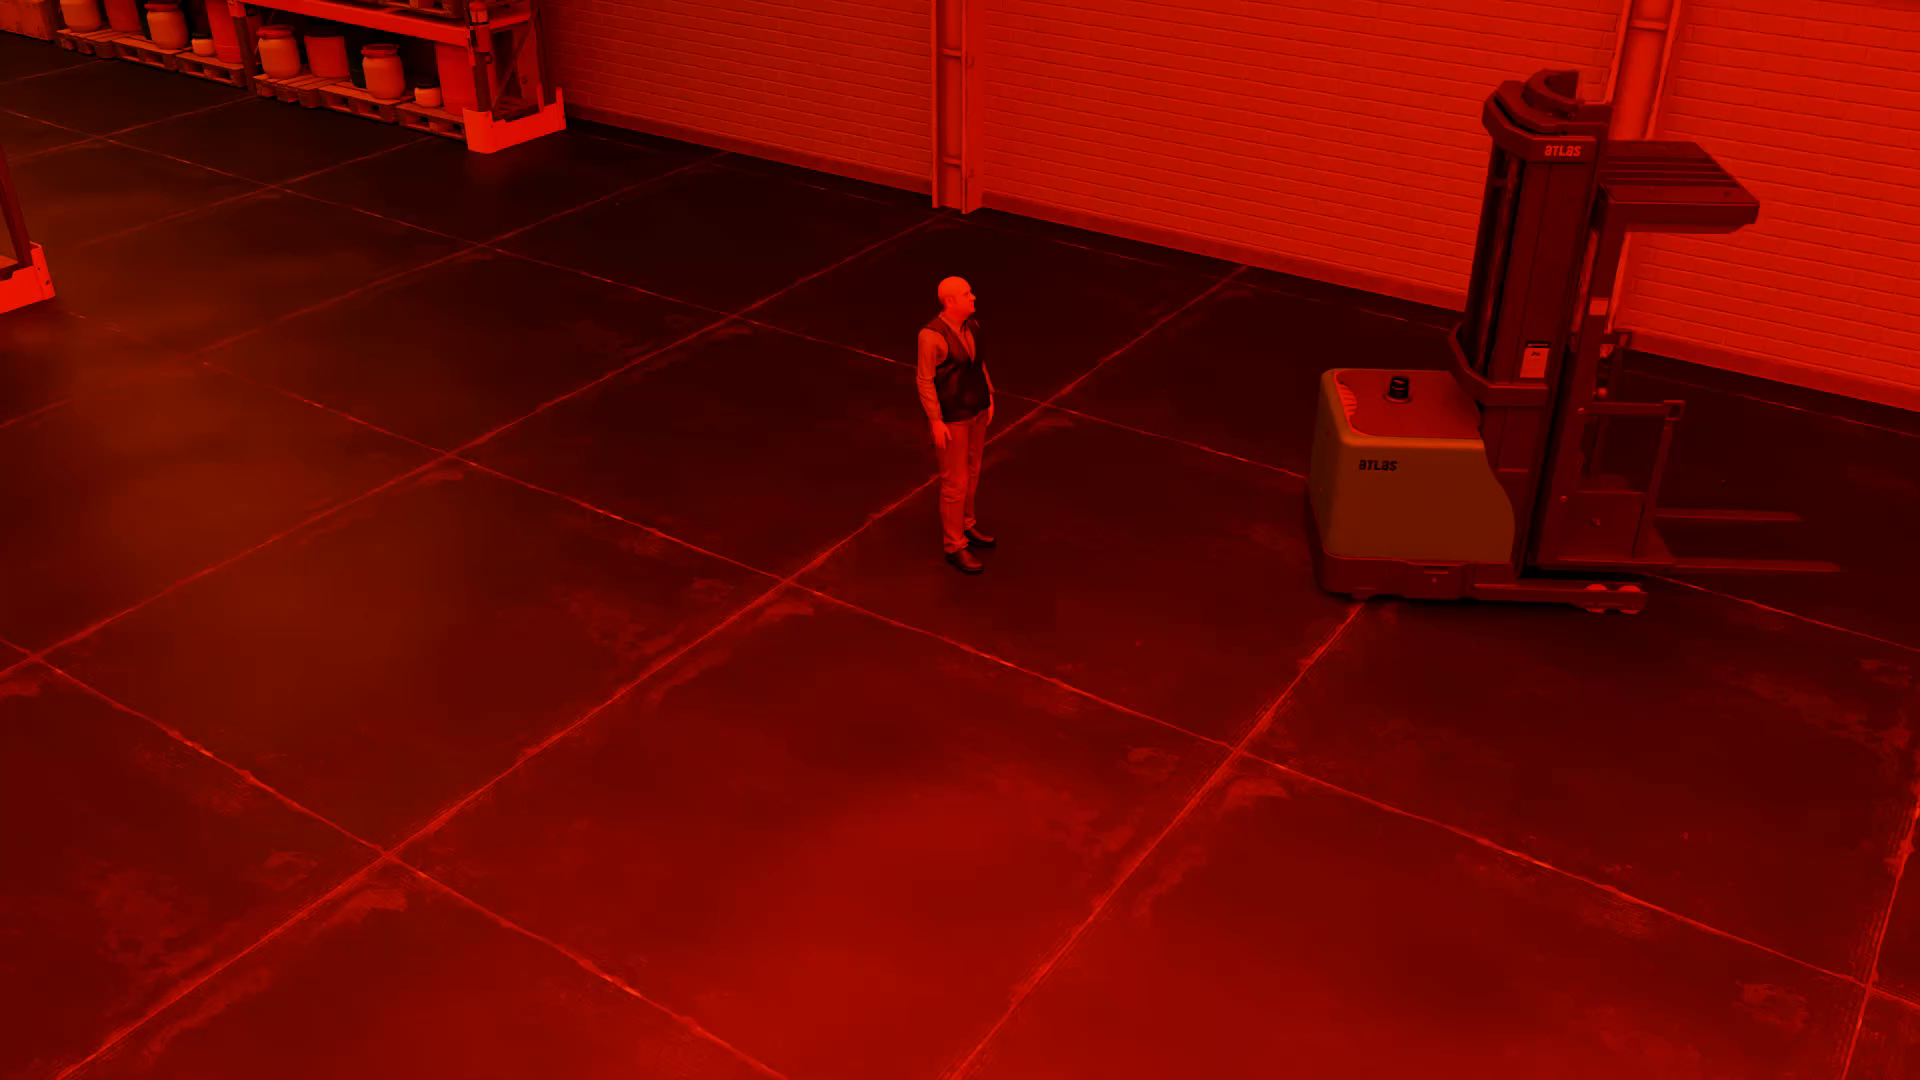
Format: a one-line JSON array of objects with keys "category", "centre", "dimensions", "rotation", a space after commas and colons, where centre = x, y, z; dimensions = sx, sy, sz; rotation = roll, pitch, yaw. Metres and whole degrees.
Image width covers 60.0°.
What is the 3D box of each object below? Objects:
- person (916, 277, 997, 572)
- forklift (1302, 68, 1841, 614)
[{"category": "person", "centre": [0.048, -0.730, 10.029], "dimensions": [0.566, 1.722, 0.633], "rotation": [19, 35, 29]}, {"category": "forklift", "centre": [3.677, -1.111, 9.495], "dimensions": [3.031, 2.935, 1.130], "rotation": [2, 30, 3]}]
